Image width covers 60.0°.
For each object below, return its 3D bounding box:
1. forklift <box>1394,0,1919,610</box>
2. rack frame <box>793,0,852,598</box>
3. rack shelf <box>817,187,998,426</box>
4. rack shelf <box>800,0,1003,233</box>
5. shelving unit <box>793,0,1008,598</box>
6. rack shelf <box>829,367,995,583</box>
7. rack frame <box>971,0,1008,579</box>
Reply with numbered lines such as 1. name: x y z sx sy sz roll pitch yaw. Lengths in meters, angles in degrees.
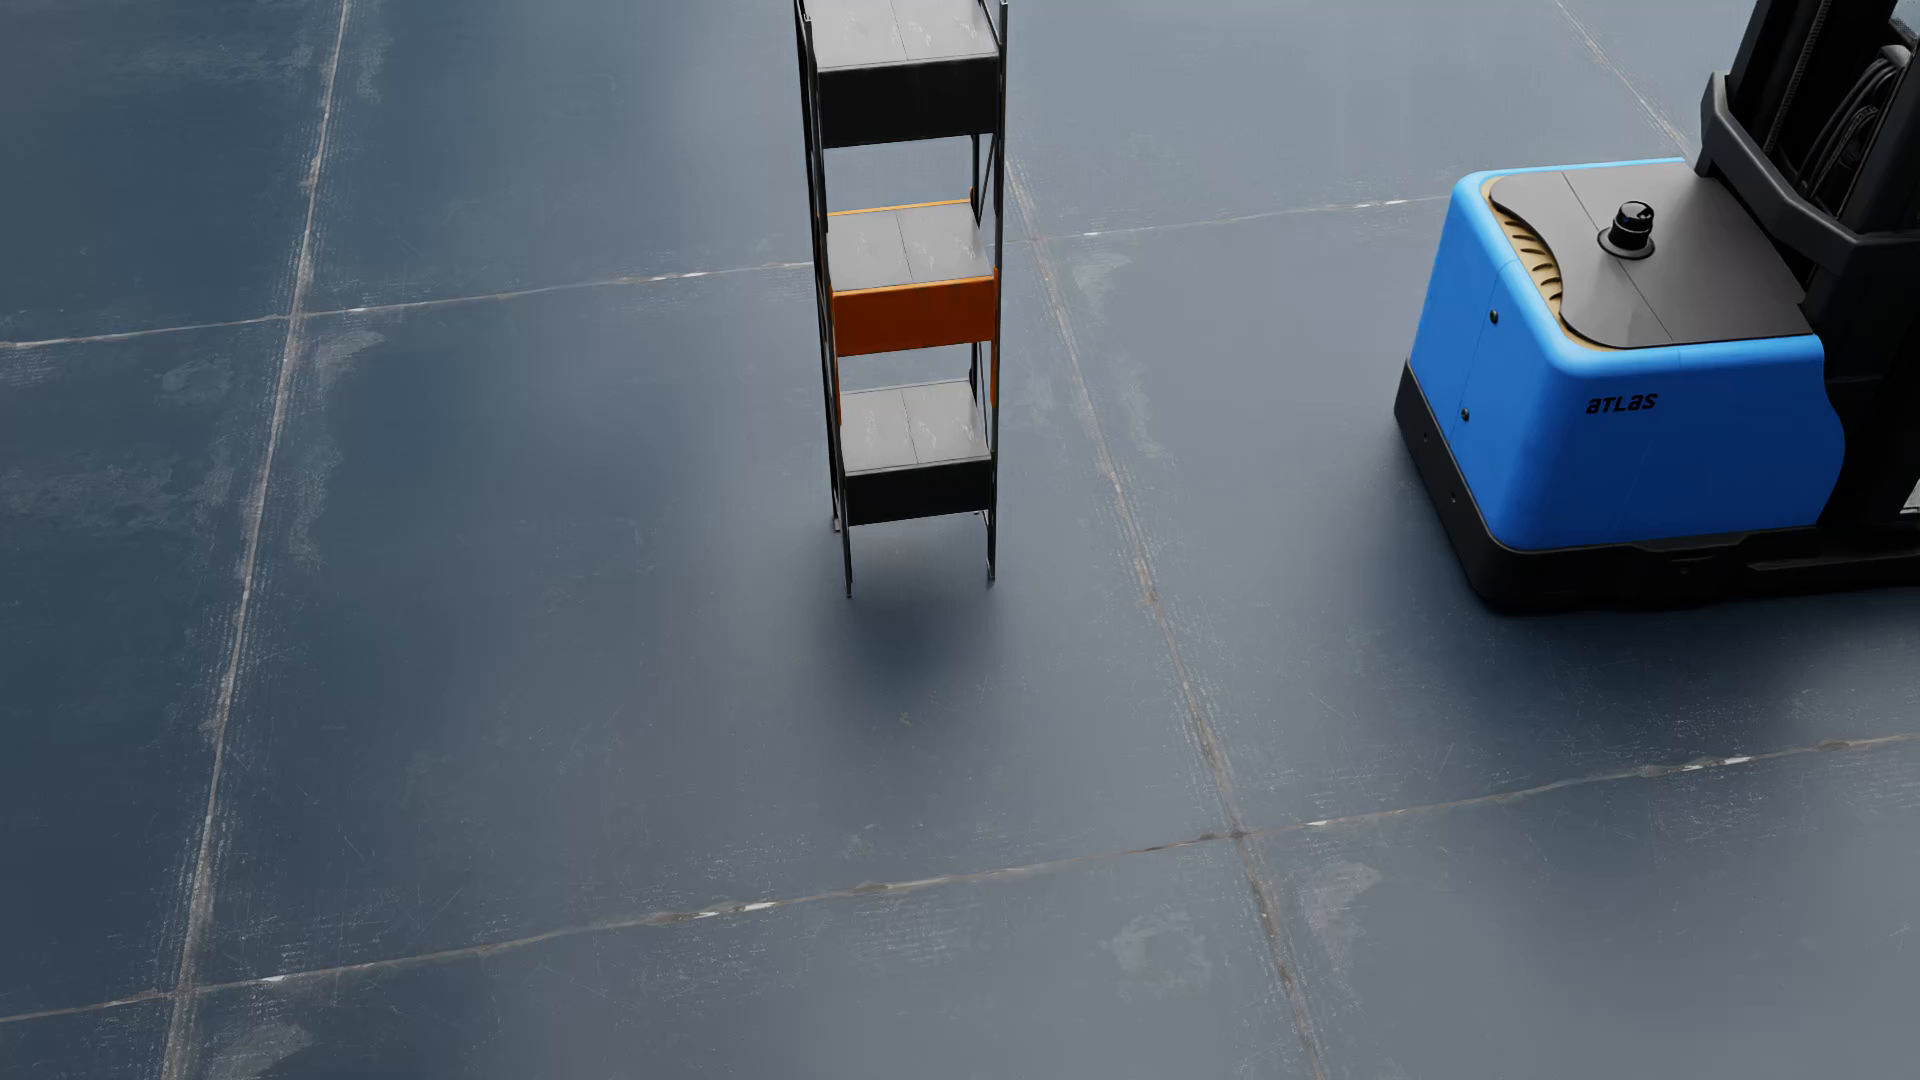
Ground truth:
1. forklift: 3.146 -1.256 4.925 3.031 2.935 1.130 -5 46 -5
2. rack frame: -0.404 -0.678 4.945 0.015 2.100 0.400 -7 46 -7
3. rack shelf: -0.163 -0.699 4.984 0.480 0.518 0.431 -7 46 -7
4. rack shelf: -0.163 -1.184 4.480 0.480 0.518 0.431 -7 46 -7
5. shelving unit: -0.163 -0.708 4.974 0.503 2.100 0.431 -7 46 -7
6. rack shelf: -0.163 -0.213 5.488 0.480 0.518 0.431 -7 46 -7
7. rack frame: 0.077 -0.738 5.003 0.015 2.100 0.400 -7 46 -7
